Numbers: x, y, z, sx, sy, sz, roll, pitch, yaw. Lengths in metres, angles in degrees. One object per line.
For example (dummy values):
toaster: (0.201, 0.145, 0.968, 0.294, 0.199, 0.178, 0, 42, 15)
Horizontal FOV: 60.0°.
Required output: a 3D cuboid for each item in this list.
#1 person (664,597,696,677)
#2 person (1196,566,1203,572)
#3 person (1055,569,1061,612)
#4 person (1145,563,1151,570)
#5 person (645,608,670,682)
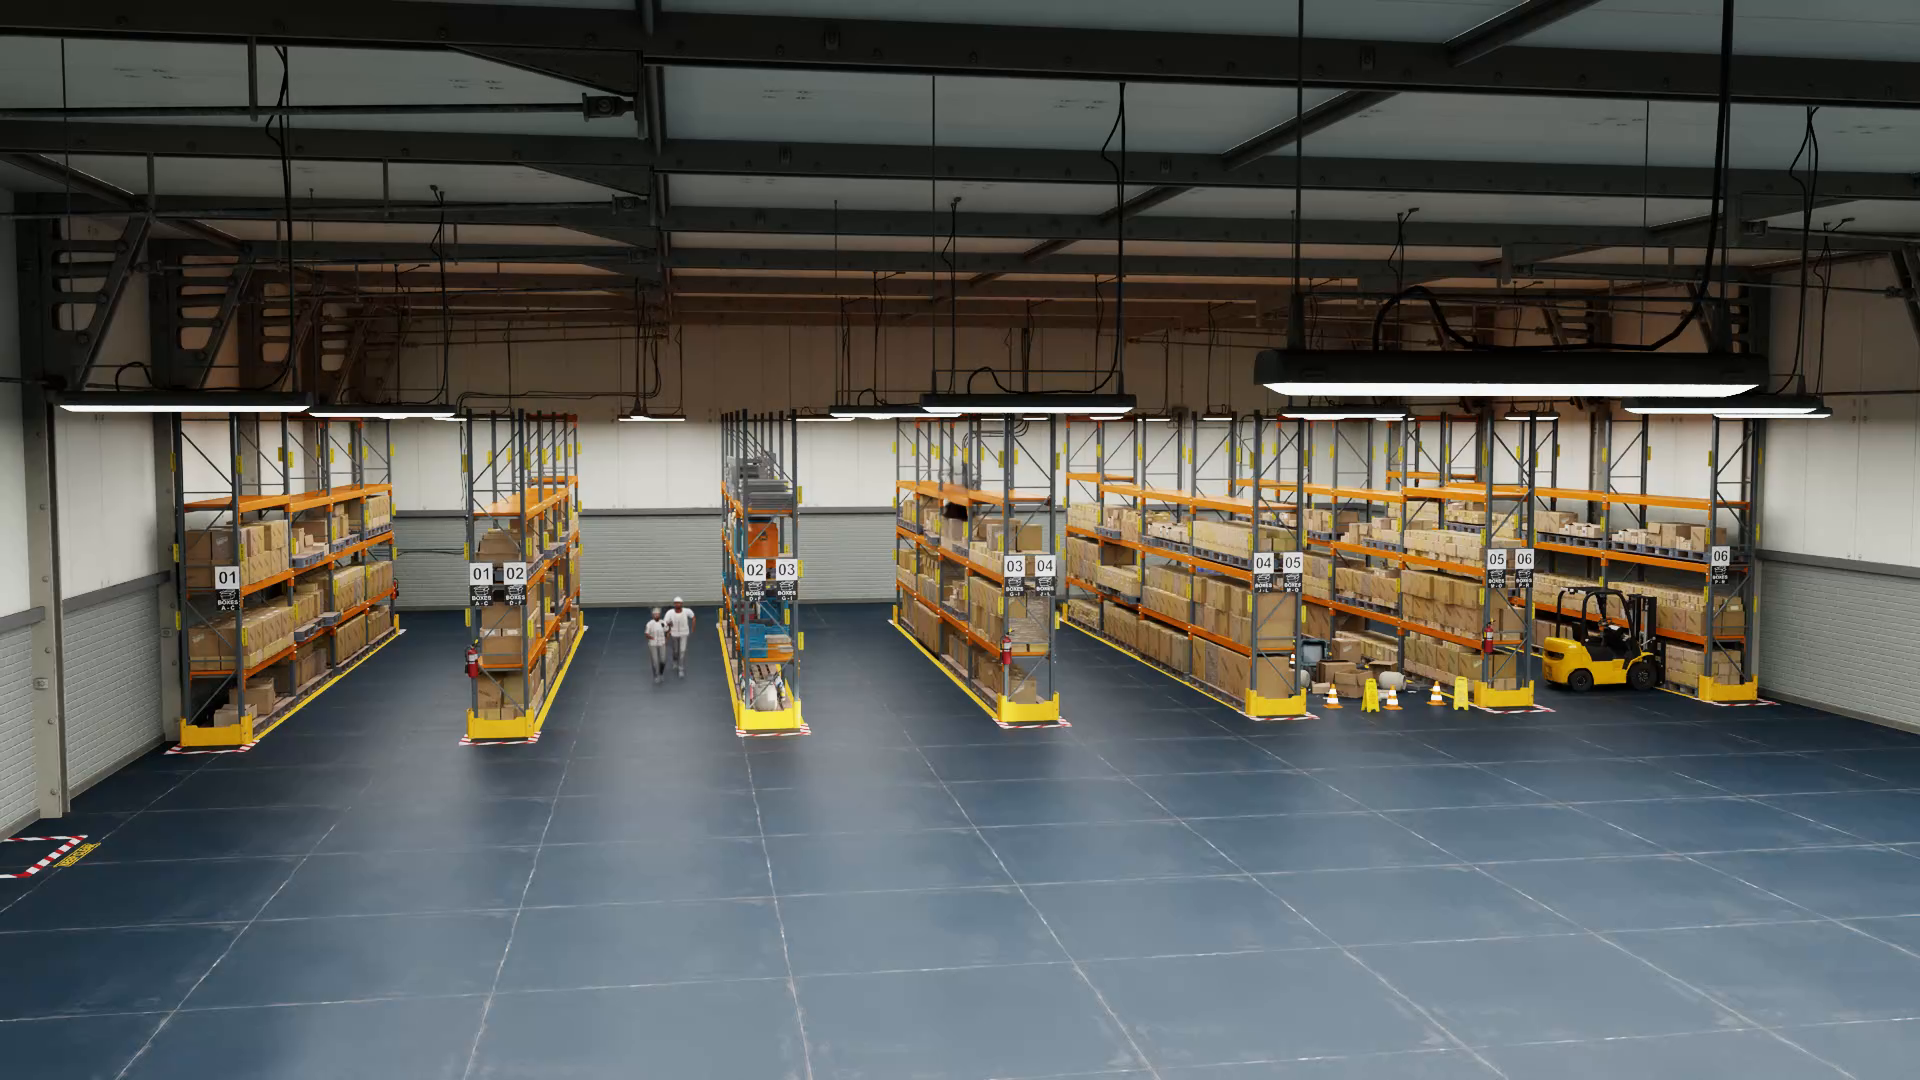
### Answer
person: (-6.408, 2.186, 38.009, 0.712, 1.785, 0.986, 0, 4, -5)
person: (7.228, 1.368, 50.608, 0.657, 1.628, 0.564, -1, 4, -8)
person: (2.648, 1.421, 49.311, 0.994, 1.792, 0.737, -3, 5, -33)
person: (5.420, 1.509, 48.155, 0.629, 1.720, 0.693, -2, 4, -27)
person: (-6.652, 2.326, 36.653, 0.563, 1.663, 0.572, -1, 4, -15)
